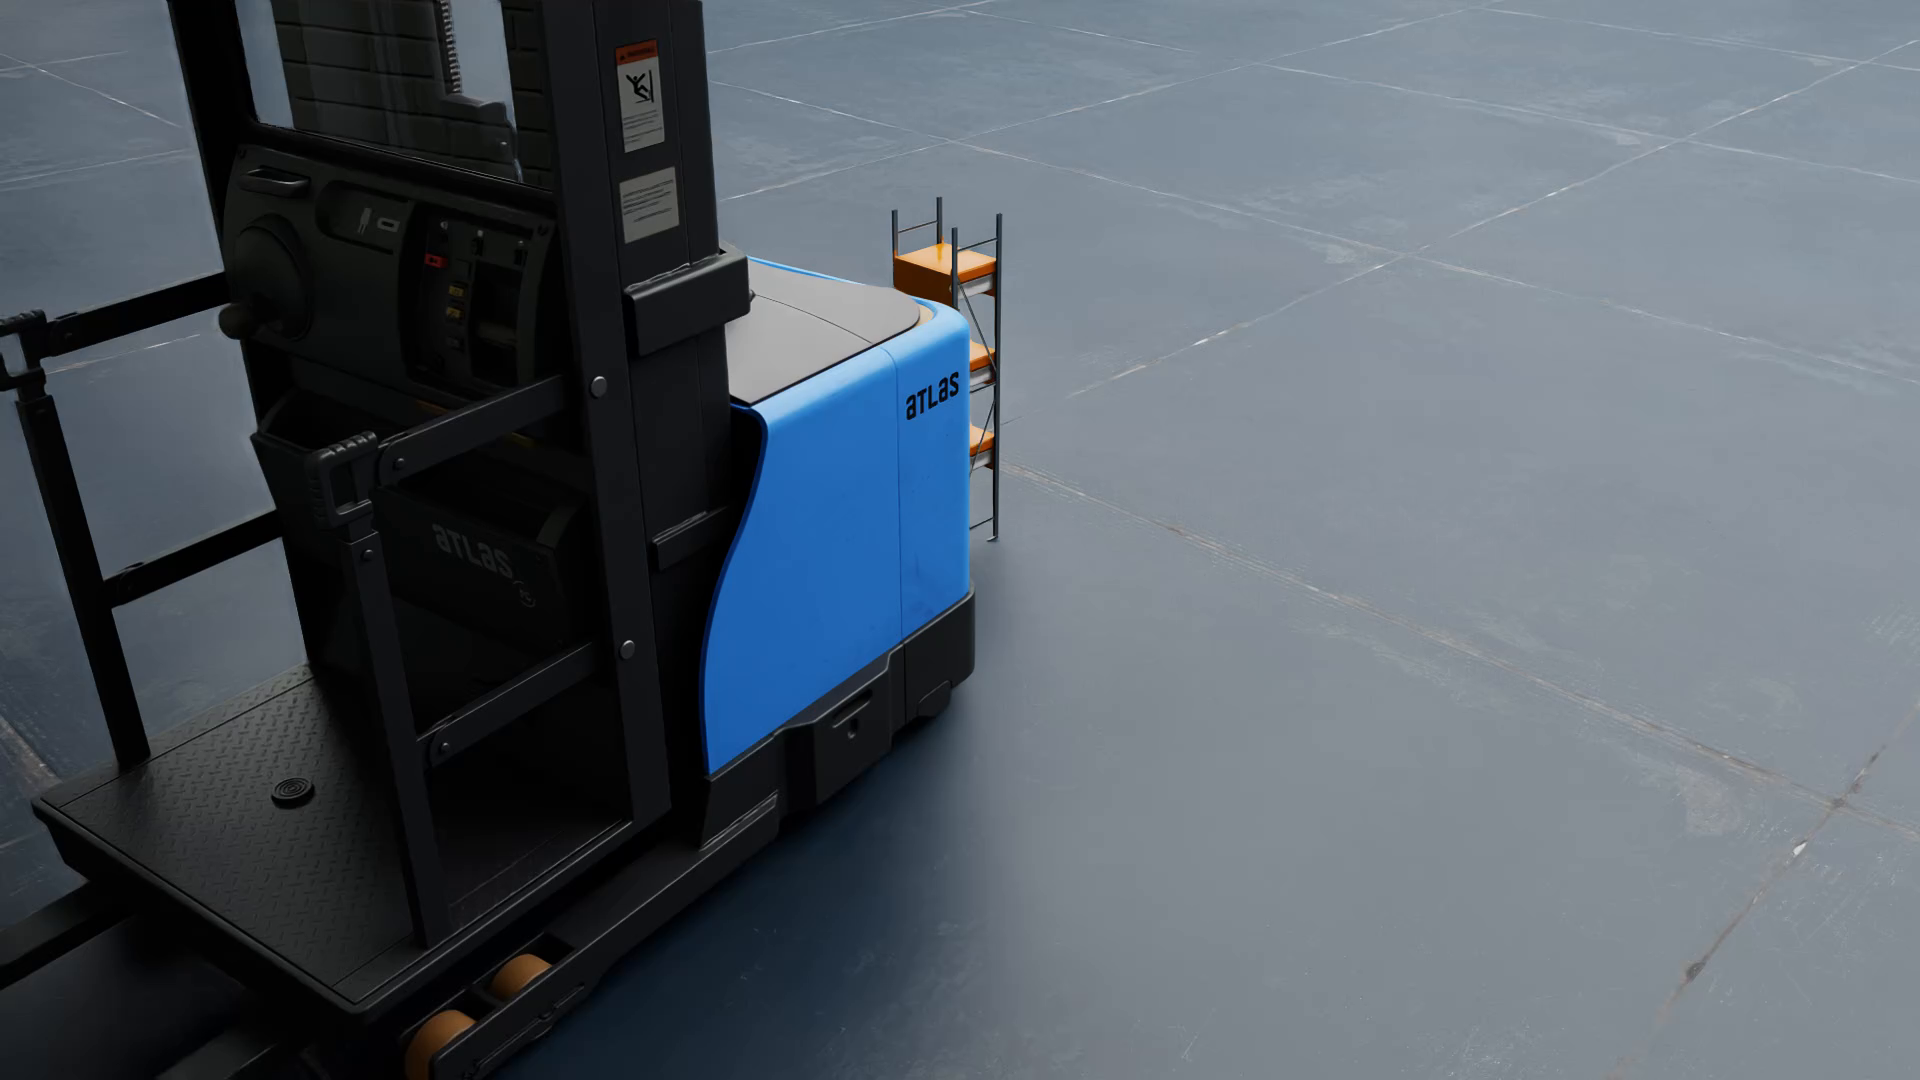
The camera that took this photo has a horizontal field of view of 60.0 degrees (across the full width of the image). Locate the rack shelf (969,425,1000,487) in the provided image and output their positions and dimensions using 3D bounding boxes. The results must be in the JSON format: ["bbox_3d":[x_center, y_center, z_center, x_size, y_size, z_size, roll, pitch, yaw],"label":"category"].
[{"bbox_3d":[-0.038,-0.227,5.173,0.240,0.259,0.215,25,36,38],"label":"rack shelf"}]

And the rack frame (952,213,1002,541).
[{"bbox_3d":[0.049,-0.442,4.963,0.008,1.050,0.200,25,36,38],"label":"rack frame"}]

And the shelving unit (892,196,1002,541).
[{"bbox_3d":[-0.038,-0.482,5.039,0.252,1.050,0.215,25,36,38],"label":"shelving unit"}]

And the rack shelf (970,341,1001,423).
[{"bbox_3d":[-0.038,-0.473,5.044,0.240,0.259,0.215,25,36,38],"label":"rack shelf"}]

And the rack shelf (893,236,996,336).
[{"bbox_3d":[-0.038,-0.724,4.912,0.240,0.259,0.215,25,36,38],"label":"rack shelf"}]

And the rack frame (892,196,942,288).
[{"bbox_3d":[-0.125,-0.522,5.115,0.008,1.050,0.200,25,36,38],"label":"rack frame"}]

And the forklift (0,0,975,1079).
[{"bbox_3d":[-1.223,-0.476,3.006,1.130,2.935,3.031,18,33,31],"label":"forklift"}]
